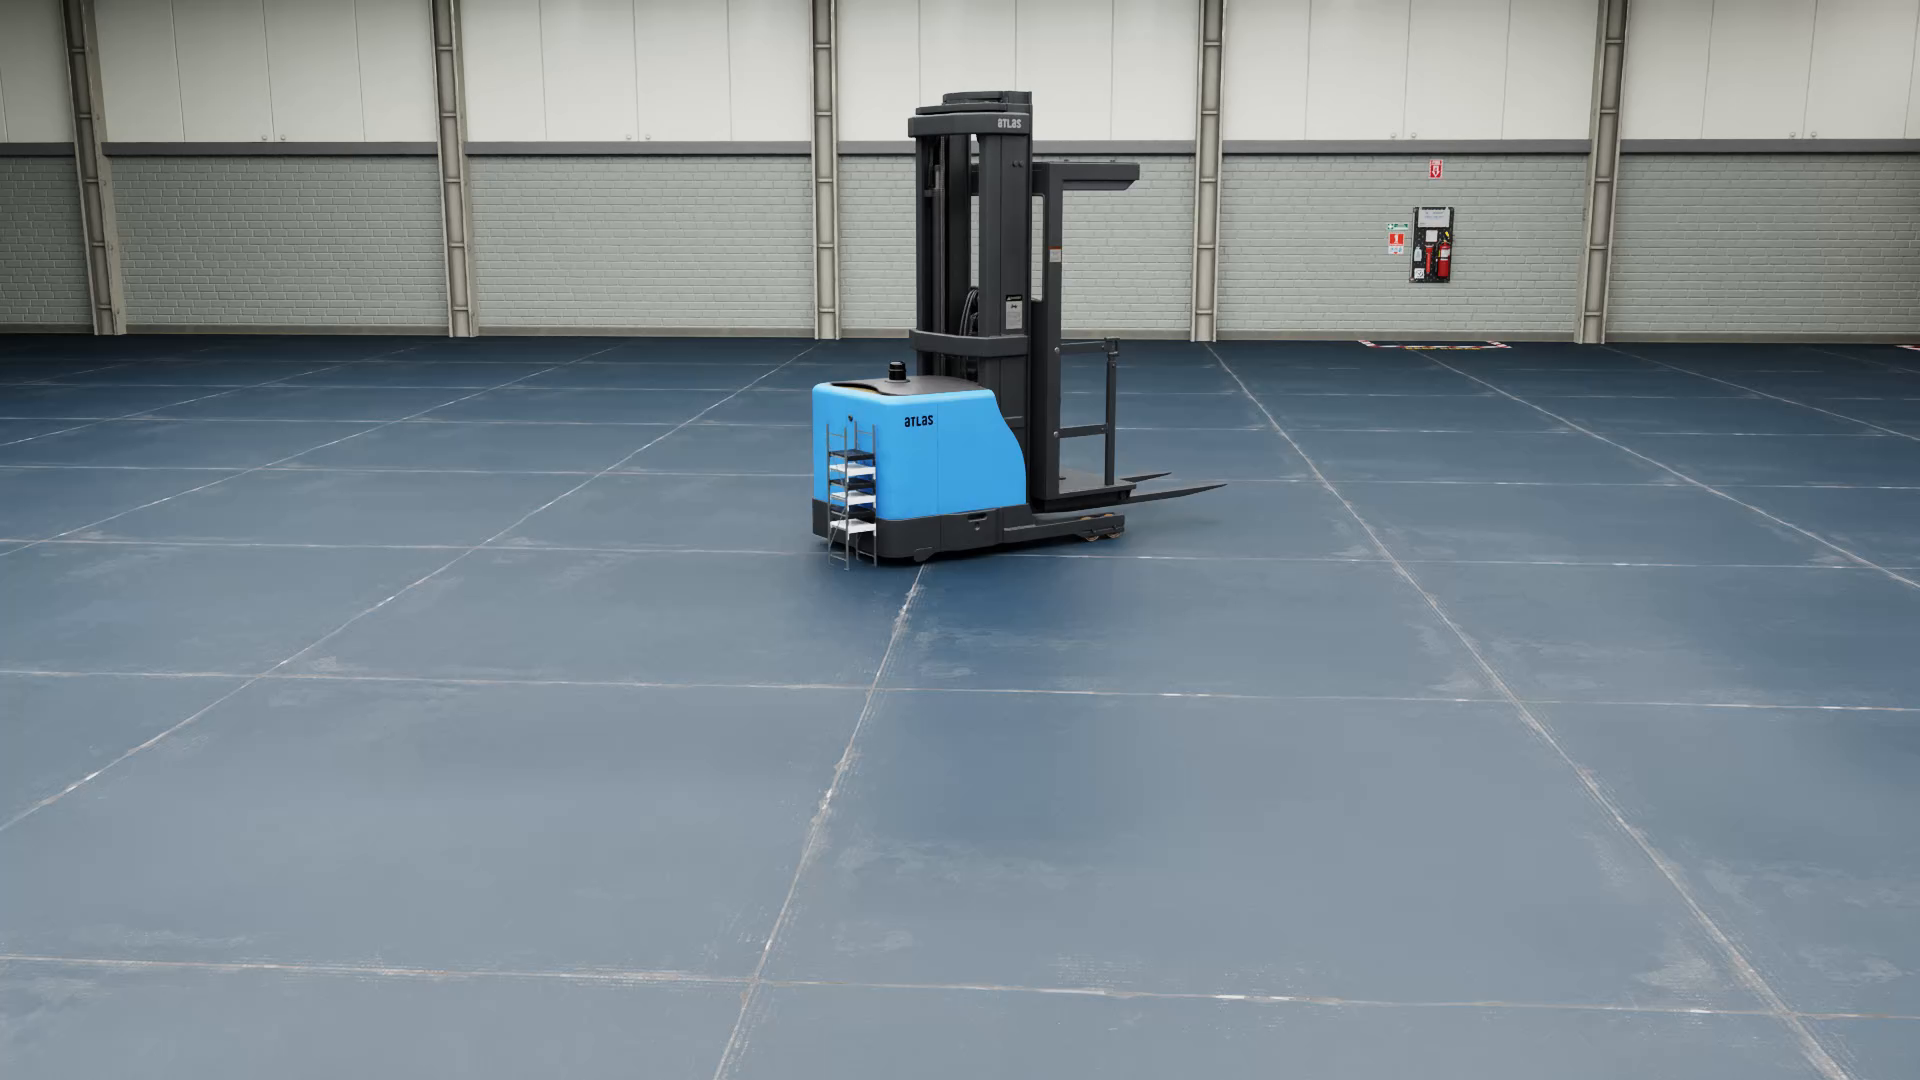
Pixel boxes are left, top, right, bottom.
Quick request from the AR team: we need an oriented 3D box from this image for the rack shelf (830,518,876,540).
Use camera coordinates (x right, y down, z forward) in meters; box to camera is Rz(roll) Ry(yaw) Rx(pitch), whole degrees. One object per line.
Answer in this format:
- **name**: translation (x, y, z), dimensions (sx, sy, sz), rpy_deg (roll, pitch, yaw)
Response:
- **rack shelf**: translation (-0.679, -0.072, 10.456), dimensions (0.200, 0.077, 0.258), rpy_deg (-8, 14, -34)

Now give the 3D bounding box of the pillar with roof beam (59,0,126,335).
- **pillar with roof beam**: translation (-14.386, -6.944, 22.487), dimensions (0.400, 9.000, 9.100), rpy_deg (1, 12, 4)

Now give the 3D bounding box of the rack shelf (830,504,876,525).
- **rack shelf**: translation (-0.679, -0.160, 10.437), dimensions (0.200, 0.077, 0.258), rpy_deg (-8, 14, -34)

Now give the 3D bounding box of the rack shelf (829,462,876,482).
- **rack shelf**: translation (-0.679, -0.424, 10.382), dimensions (0.200, 0.077, 0.258), rpy_deg (-8, 14, -34)

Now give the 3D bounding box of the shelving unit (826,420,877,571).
- **shelving unit**: translation (-0.679, -0.281, 10.412), dimensions (0.210, 0.900, 0.258), rpy_deg (-8, 14, -34)

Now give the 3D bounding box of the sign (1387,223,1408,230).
- **sign**: translation (6.844, -4.904, 26.005), dimensions (0.331, 0.109, 0.001), rpy_deg (1, 12, 4)

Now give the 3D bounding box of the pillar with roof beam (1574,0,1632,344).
- **pillar with roof beam**: translation (9.560, -6.616, 20.917), dimensions (0.400, 9.000, 9.100), rpy_deg (1, 12, 4)

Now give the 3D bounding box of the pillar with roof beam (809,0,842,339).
- **pillar with roof beam**: translation (-2.413, -6.780, 21.702), dimensions (0.400, 9.000, 9.100), rpy_deg (1, 12, 4)

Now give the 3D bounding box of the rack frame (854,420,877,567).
- **rack frame**: translation (-0.595, -0.292, 10.468), dimensions (0.006, 0.900, 0.240), rpy_deg (-8, 14, -34)

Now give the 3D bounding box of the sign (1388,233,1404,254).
- **sign**: translation (6.840, -4.647, 26.068), dimensions (0.234, 0.329, 0.001), rpy_deg (1, 12, 4)

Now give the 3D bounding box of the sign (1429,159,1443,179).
- **sign**: translation (7.383, -5.756, 25.795), dimensions (0.199, 0.298, 0.001), rpy_deg (1, 12, 4)

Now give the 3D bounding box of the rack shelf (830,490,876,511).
- **rack shelf**: translation (-0.679, -0.248, 10.419), dimensions (0.200, 0.077, 0.258), rpy_deg (-8, 14, -34)

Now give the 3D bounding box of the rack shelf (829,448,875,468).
- **rack shelf**: translation (-0.679, -0.512, 10.363), dimensions (0.200, 0.077, 0.258), rpy_deg (-8, 14, -34)

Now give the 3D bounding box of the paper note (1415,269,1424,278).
- **paper note**: translation (7.212, -4.186, 26.104), dimensions (0.142, 0.148, 0.016), rpy_deg (1, 12, 4)

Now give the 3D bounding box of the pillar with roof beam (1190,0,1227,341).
- **pillar with roof beam**: translation (3.573, -6.698, 21.310), dimensions (0.400, 9.000, 9.100), rpy_deg (1, 12, 4)

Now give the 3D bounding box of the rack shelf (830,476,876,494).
- **rack shelf**: translation (-0.679, -0.336, 10.400), dimensions (0.200, 0.077, 0.258), rpy_deg (-8, 14, -34)

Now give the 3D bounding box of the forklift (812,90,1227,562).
- **forklift**: translation (0.516, -1.507, 11.314), dimensions (3.031, 2.935, 1.130), rpy_deg (-8, 14, -34)

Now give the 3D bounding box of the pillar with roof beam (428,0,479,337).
- **pillar with roof beam**: translation (-8.400, -6.862, 22.094), dimensions (0.400, 9.000, 9.100), rpy_deg (1, 12, 4)

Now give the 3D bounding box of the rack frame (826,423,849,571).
- **rack frame**: translation (-0.763, -0.269, 10.356), dimensions (0.006, 0.900, 0.240), rpy_deg (-8, 14, -34)

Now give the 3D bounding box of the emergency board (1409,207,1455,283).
- **emergency board**: translation (7.384, -4.600, 25.935), dimensions (0.643, 1.169, 0.194), rpy_deg (1, 12, 4)
